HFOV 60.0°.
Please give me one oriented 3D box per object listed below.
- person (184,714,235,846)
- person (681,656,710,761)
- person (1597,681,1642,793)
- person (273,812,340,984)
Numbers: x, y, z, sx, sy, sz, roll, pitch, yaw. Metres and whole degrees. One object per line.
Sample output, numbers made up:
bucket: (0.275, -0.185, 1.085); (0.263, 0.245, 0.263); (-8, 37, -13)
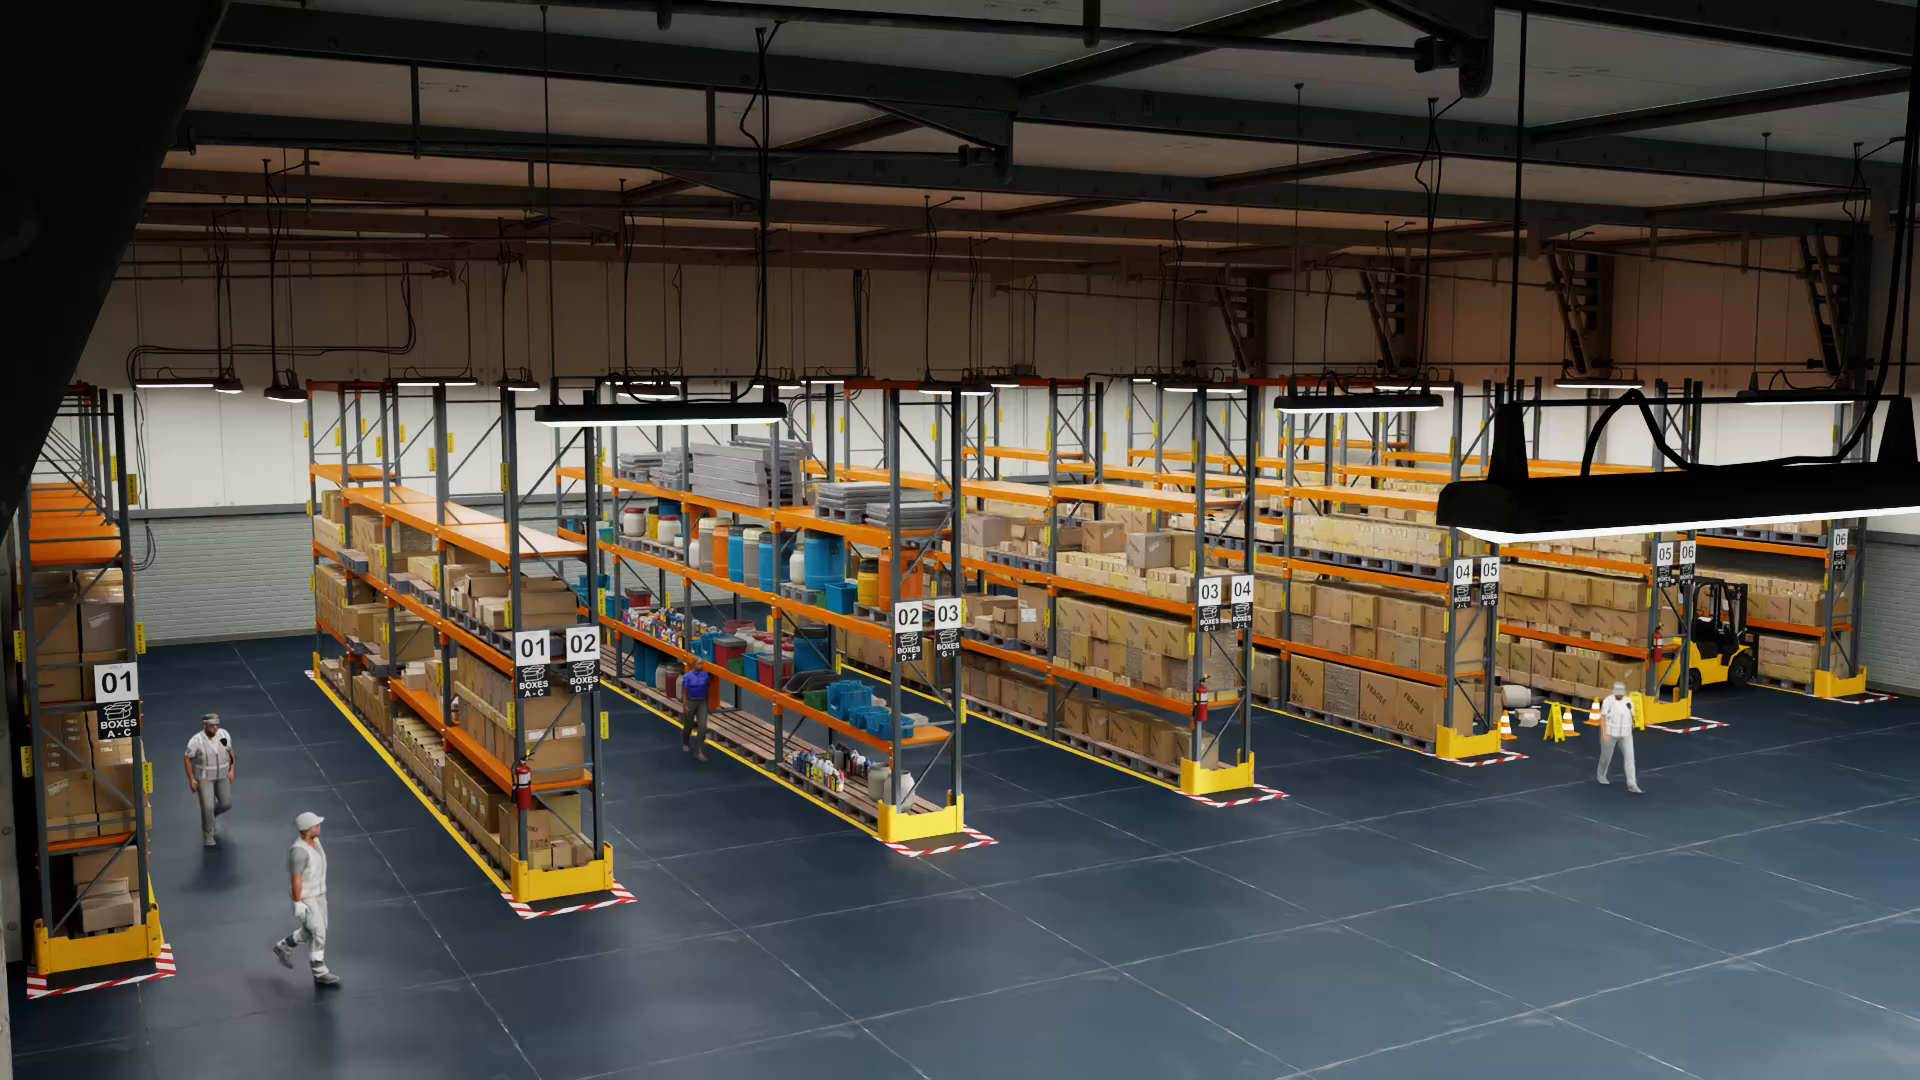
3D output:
person: (-9.975, 3.132, 22.081); (0.655, 1.743, 0.624); (6, 8, 43)
person: (-4.248, 2.699, 26.800); (0.535, 1.648, 0.738); (-4, 7, -31)
person: (9.785, 2.895, 24.726); (0.520, 1.616, 0.896); (1, 6, 6)
person: (-6.716, 3.635, 16.998); (0.820, 1.770, 0.550); (1, 6, 12)
